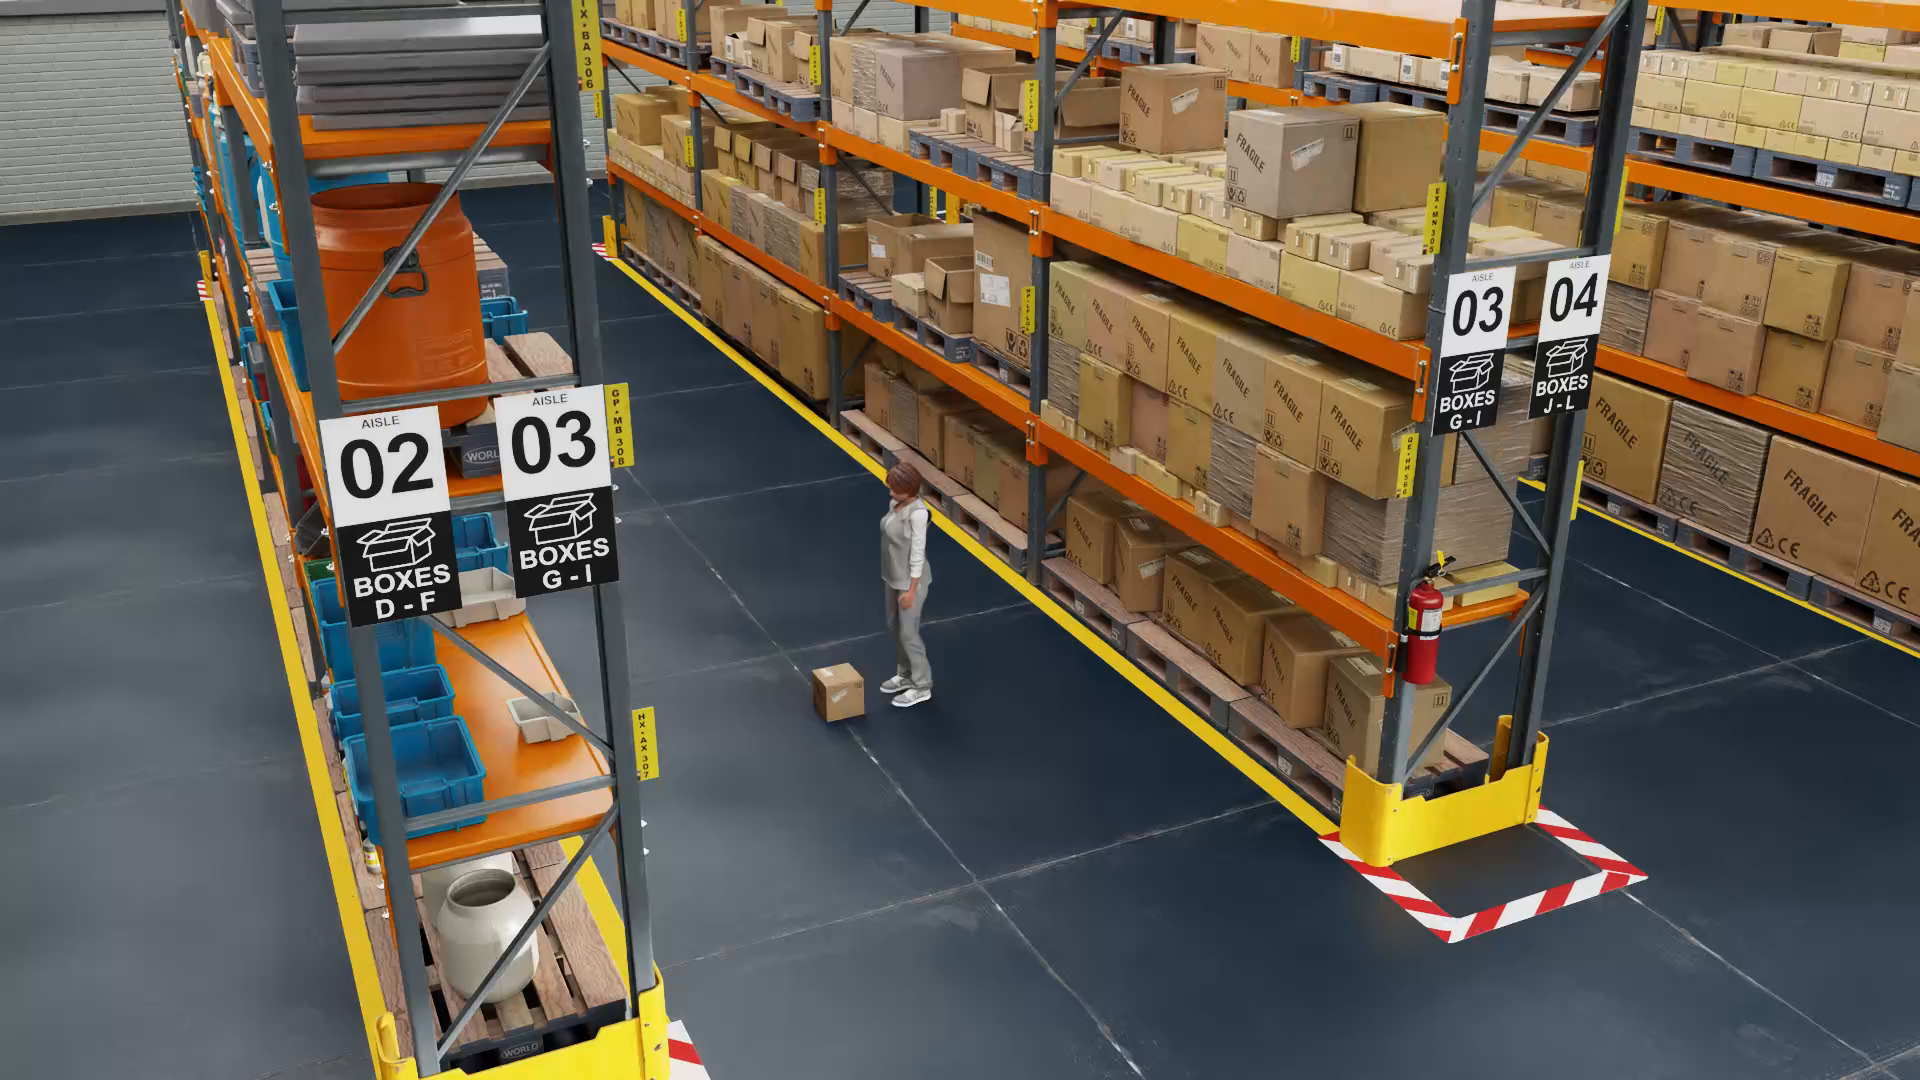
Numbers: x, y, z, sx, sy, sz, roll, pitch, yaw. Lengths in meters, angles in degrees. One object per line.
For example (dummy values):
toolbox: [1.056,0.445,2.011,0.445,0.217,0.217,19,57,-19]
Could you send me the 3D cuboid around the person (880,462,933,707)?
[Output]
person: [-4.363,-4.977,17.268,25.160,6.005,19.033,-10,24,-23]
